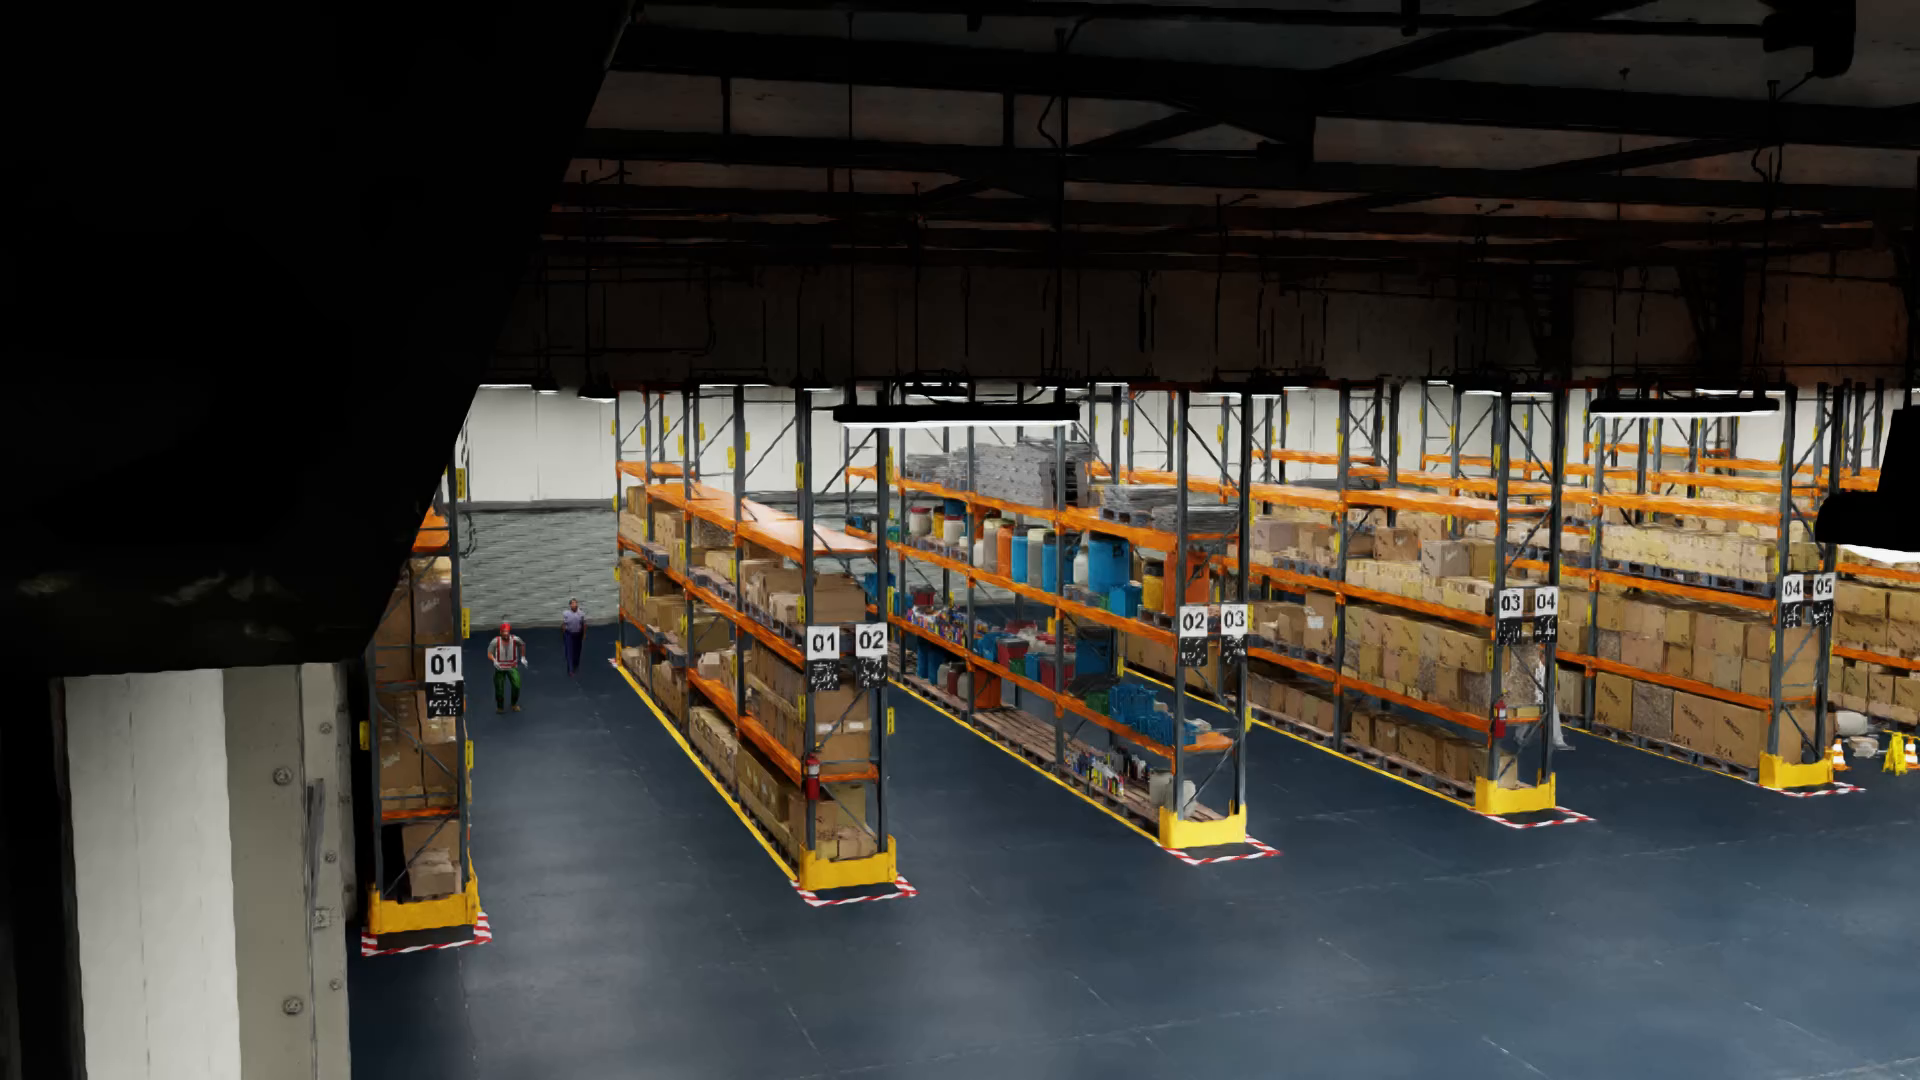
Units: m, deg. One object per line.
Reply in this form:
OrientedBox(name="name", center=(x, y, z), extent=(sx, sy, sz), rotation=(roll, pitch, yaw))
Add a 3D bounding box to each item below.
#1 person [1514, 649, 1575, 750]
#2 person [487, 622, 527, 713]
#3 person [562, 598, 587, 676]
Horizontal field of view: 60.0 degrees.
OrientedBox(name="person", center=(9.575, 2.589, 27.311), extent=(0.547, 1.670, 1.116), rotation=(-2, 6, -22))
OrientedBox(name="person", center=(-8.178, 2.316, 30.046), extent=(0.688, 1.712, 0.782), rotation=(-2, 6, -15))
OrientedBox(name="person", center=(-7.871, 1.947, 33.995), extent=(0.478, 1.567, 1.083), rotation=(-2, 6, -22))
